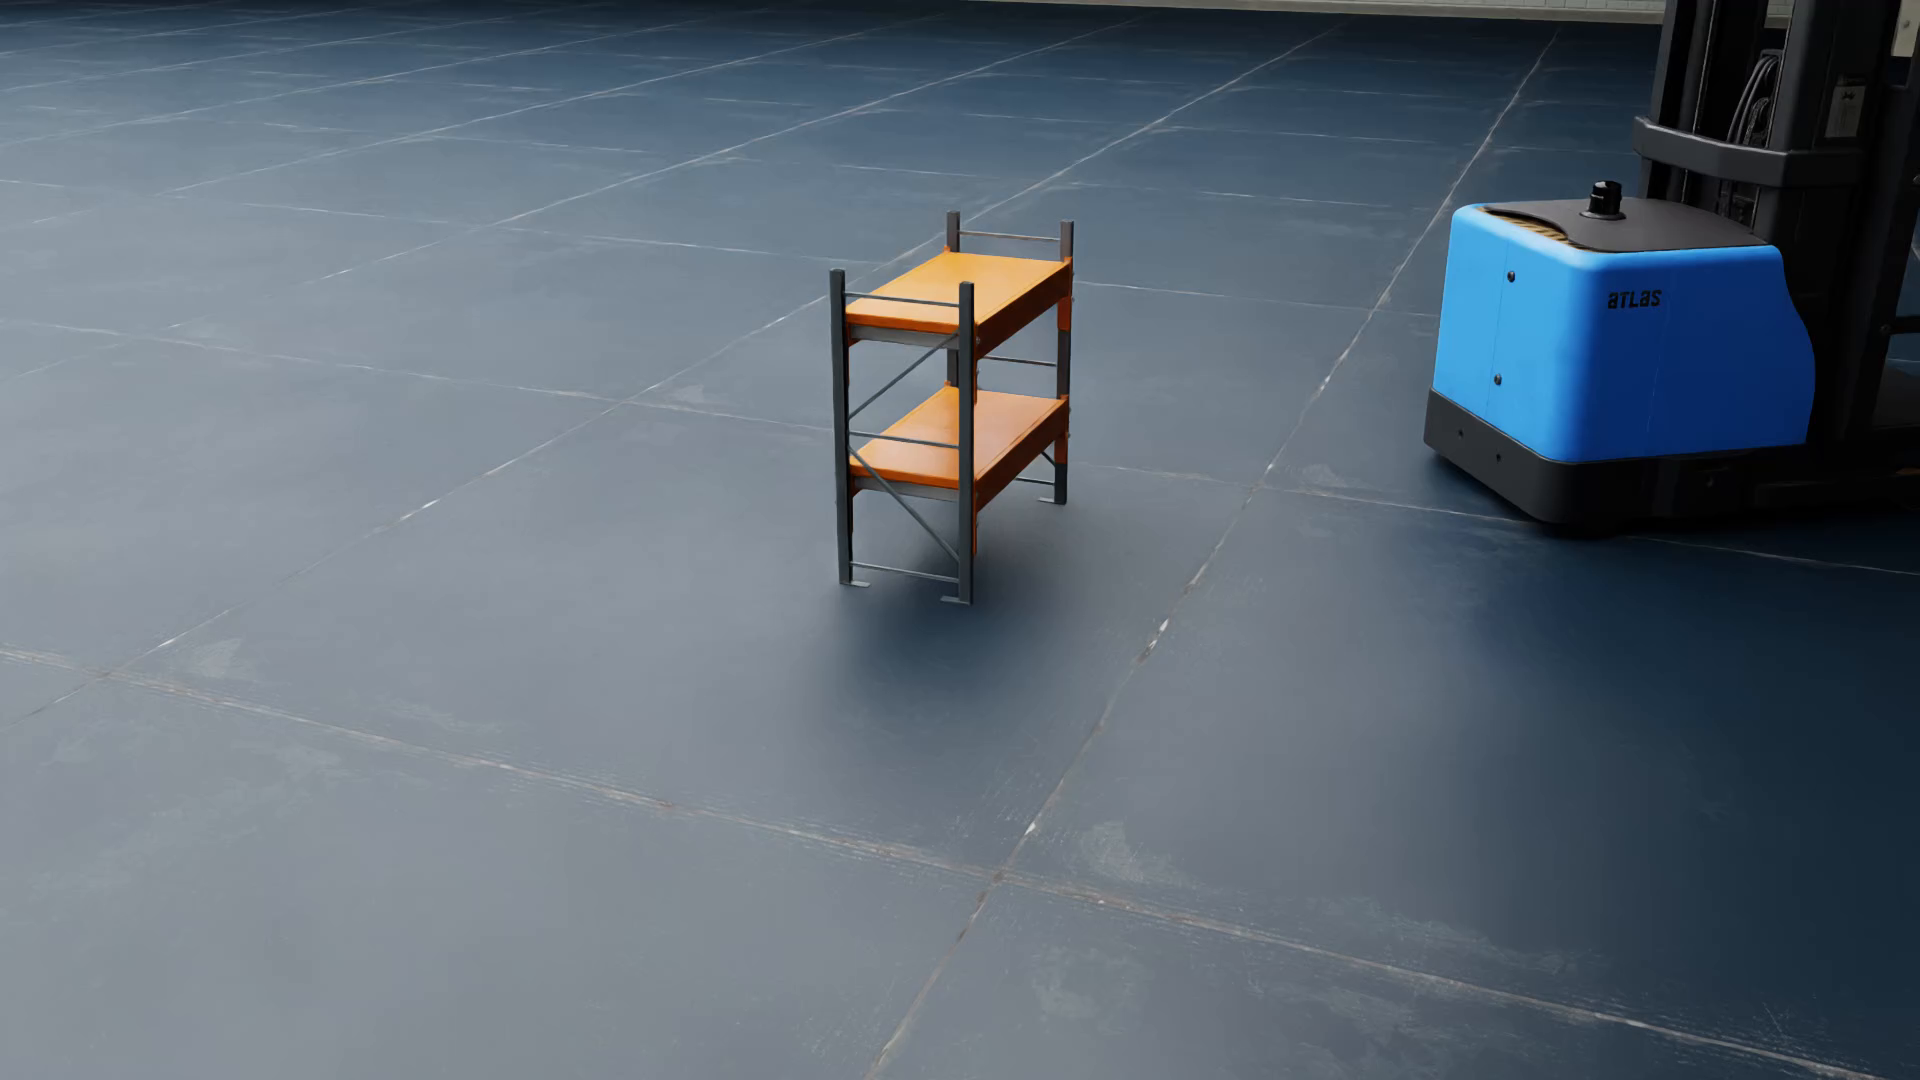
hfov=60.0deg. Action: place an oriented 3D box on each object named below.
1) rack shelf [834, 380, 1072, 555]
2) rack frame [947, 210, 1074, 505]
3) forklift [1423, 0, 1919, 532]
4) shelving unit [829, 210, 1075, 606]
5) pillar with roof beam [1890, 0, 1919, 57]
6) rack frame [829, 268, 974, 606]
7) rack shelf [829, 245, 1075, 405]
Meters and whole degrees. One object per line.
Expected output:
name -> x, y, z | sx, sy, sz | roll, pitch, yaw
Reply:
rack shelf -> -0.003, -0.291, 6.122 | 0.538, 0.278, 1.000 | 9, 24, 20
rack frame -> 0.186, -0.699, 6.463 | 0.500, 1.125, 0.032 | 9, 24, 20
forklift -> 3.540, -1.663, 6.428 | 3.031, 2.935, 1.130 | -5, 23, -12
shelving unit -> -0.003, -0.517, 6.027 | 0.538, 1.125, 1.048 | 9, 24, 20
pillar with roof beam -> 7.784, -10.829, 20.500 | 9.100, 9.000, 0.400 | 9, 24, 20
rack frame -> -0.191, -0.335, 5.592 | 0.500, 1.125, 0.032 | 9, 24, 20
rack shelf -> -0.003, -0.787, 5.915 | 0.538, 0.278, 1.000 | 9, 24, 20
